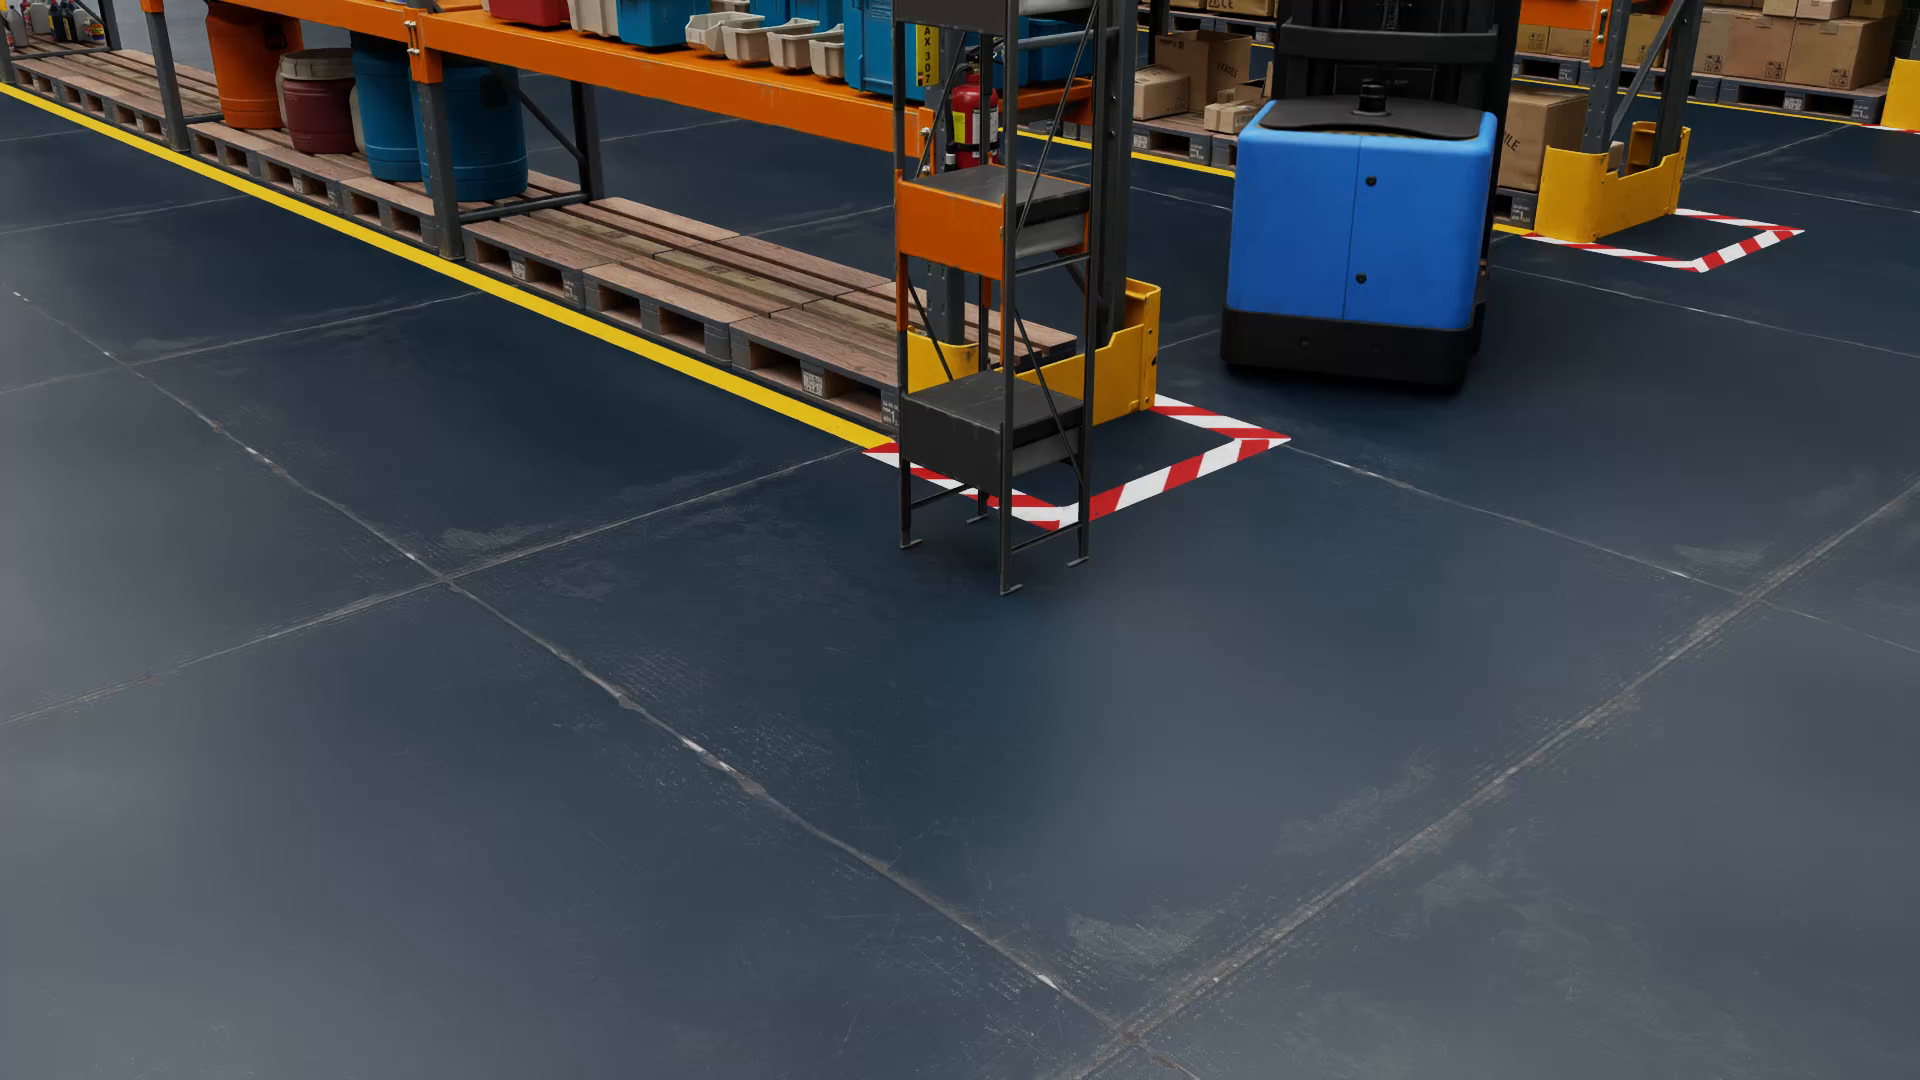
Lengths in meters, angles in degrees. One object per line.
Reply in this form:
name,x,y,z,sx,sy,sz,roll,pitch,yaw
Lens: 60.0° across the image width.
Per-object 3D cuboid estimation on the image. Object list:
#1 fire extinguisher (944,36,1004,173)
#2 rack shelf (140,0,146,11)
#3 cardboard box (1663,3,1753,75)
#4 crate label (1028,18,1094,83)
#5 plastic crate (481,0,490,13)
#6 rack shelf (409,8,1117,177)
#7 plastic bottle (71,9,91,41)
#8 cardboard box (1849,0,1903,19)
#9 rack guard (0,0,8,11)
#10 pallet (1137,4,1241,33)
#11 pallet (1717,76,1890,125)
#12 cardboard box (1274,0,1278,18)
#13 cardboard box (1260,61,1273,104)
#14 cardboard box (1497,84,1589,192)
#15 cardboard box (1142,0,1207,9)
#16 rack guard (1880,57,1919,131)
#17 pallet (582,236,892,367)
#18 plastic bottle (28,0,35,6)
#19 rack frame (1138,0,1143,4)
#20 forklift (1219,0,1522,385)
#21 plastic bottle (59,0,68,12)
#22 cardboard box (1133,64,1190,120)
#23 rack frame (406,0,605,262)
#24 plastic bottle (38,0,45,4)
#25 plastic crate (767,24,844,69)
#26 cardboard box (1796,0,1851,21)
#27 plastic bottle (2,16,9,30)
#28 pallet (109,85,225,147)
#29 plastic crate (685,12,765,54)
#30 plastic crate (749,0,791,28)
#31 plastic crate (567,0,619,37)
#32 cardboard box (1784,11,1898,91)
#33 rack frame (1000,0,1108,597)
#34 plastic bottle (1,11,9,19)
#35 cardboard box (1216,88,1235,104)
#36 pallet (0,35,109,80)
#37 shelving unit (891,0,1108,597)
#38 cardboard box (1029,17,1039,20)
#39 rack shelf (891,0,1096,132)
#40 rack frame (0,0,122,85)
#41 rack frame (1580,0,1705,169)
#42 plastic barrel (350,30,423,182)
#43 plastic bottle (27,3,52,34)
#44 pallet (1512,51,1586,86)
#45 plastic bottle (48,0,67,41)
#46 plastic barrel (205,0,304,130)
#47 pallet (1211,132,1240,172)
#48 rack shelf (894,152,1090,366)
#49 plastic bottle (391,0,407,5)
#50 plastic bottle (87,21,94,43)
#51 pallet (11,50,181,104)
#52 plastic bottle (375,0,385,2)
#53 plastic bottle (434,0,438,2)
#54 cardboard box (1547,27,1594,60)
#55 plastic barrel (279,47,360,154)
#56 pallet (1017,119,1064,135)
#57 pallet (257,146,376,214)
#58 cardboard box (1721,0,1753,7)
fire extinguisher,0.049,-1.448,5.852,0.296,0.674,0.183,-21,32,-38
rack shelf,-6.557,-4.530,12.932,1.077,0.370,4.000,-21,32,-38
cardboard box,6.272,-4.179,13.802,0.500,0.500,0.700,23,33,40
crate label,0.349,-1.947,6.532,0.416,0.233,0.303,-21,32,-38
plastic crate,-2.242,-2.765,8.442,0.396,0.136,0.243,-21,32,-38
rack shelf,-1.089,-2.106,7.619,1.077,0.370,4.000,-21,32,-38
plastic bottle,-8.063,-4.735,15.267,0.152,0.276,0.135,-20,31,-37
cardboard box,7.190,-4.189,13.043,0.380,0.149,0.250,-21,32,-38
rack guard,-10.572,-5.528,17.265,1.175,0.500,0.348,-21,32,-38
pallet,2.526,-5.533,17.623,1.003,0.211,1.213,-21,32,-38
pallet,6.906,-3.589,13.363,1.003,0.211,1.213,-21,32,-38
cardboard box,3.627,-5.491,16.257,0.750,0.750,0.750,-20,31,-37
cardboard box,2.450,-2.940,11.058,0.797,0.503,0.637,-21,32,-38
cardboard box,3.345,-2.389,9.855,0.500,0.500,0.500,-21,32,-38
cardboard box,2.449,-6.014,17.404,0.750,0.750,0.750,-22,32,-39
rack guard,7.526,-3.493,12.805,1.175,0.500,0.348,-21,32,-38
pallet,-1.087,-1.189,8.102,1.003,0.211,1.213,-21,32,-38
plastic bottle,-8.930,-5.120,16.110,0.152,0.276,0.135,-21,32,-38
rack frame,2.042,-7.061,17.615,1.000,3.000,0.127,-21,32,-38
forklift,2.093,-2.574,7.861,1.130,2.935,3.031,8,26,17
plastic bottle,-8.302,-4.877,15.489,0.185,0.351,0.144,22,33,40
cardboard box,1.291,-3.232,11.929,0.500,0.311,0.500,-21,32,-38
rack frame,-2.456,-3.039,8.798,1.000,3.000,0.127,-21,32,-38
plastic bottle,-8.720,-5.062,15.895,0.144,0.351,0.185,-20,31,-36
plastic crate,-0.599,-2.022,6.814,0.396,0.136,0.243,-21,32,-38
cardboard box,6.737,-4.158,12.974,0.380,0.149,0.250,-22,32,-39
plastic bottle,-8.575,-4.571,14.818,0.144,0.351,0.185,-22,33,-40
pallet,-5.691,-3.228,12.572,1.003,0.211,1.213,-21,32,-38
plastic crate,-1.023,-2.184,7.169,0.298,0.136,0.250,-21,32,-38
plastic crate,-0.756,-2.436,7.606,0.416,0.233,0.300,-21,32,-38
plastic crate,-1.547,-2.498,7.681,0.437,0.282,0.530,-21,32,-38
cardboard box,6.958,-3.875,13.136,0.700,0.500,0.500,-21,32,-38
rack frame,0.280,-0.831,5.042,0.400,2.100,0.015,-21,32,-38
plastic bottle,-8.615,-4.645,15.069,0.152,0.276,0.135,-21,32,-38
cardboard box,2.059,-3.158,11.962,0.380,0.149,0.250,-21,32,-38
pallet,-8.353,-4.410,15.161,1.003,0.211,1.213,-21,32,-38
shelving unit,0.113,-0.905,5.204,0.431,2.100,0.503,-21,32,-38
cardboard box,0.637,-3.880,13.123,0.500,0.500,0.500,-21,32,-38
rack shelf,0.113,-1.530,4.919,0.431,0.518,0.480,-21,32,-38
rack frame,-7.924,-5.463,14.111,1.000,3.000,0.127,-21,32,-38
rack frame,3.896,-3.231,9.219,1.000,3.000,0.127,-21,32,-38
plastic barrel,-3.299,-2.660,9.988,0.600,0.901,0.708,-21,32,-38
plastic bottle,-8.683,-4.922,15.678,0.152,0.276,0.135,-21,32,-38
pallet,5.238,-4.328,14.984,1.003,0.211,1.213,-21,32,-38
plastic bottle,-8.278,-4.779,15.274,0.144,0.351,0.185,-21,32,-38
plastic barrel,-4.843,-3.311,11.503,0.600,0.830,0.708,-21,32,-38
pallet,2.469,-2.596,11.187,1.003,0.211,1.213,-21,32,-38
rack shelf,0.113,-0.893,5.210,0.431,0.518,0.480,-21,32,-38
plastic bottle,-2.961,-3.010,8.884,0.152,0.276,0.135,-21,32,-38
plastic bottle,-7.891,-4.642,15.152,0.097,0.201,0.097,0,25,0
pallet,-7.359,-3.967,14.192,1.003,0.211,1.213,-21,32,-38
plastic bottle,-3.153,-3.071,9.008,0.061,0.283,0.133,-21,32,-38
plastic bottle,-2.883,-3.017,8.990,0.097,0.201,0.097,0,25,0
cardboard box,5.553,-4.495,14.494,0.700,0.500,0.500,-22,32,-39
plastic barrel,-4.071,-2.859,10.803,0.600,0.588,0.708,-21,32,-38
pallet,0.579,-3.410,12.971,1.003,0.211,1.213,-21,32,-38
pallet,-3.791,-2.386,10.725,1.003,0.211,1.213,-21,32,-38
cardboard box,6.498,-4.495,13.714,0.380,0.149,0.250,-21,32,-38
